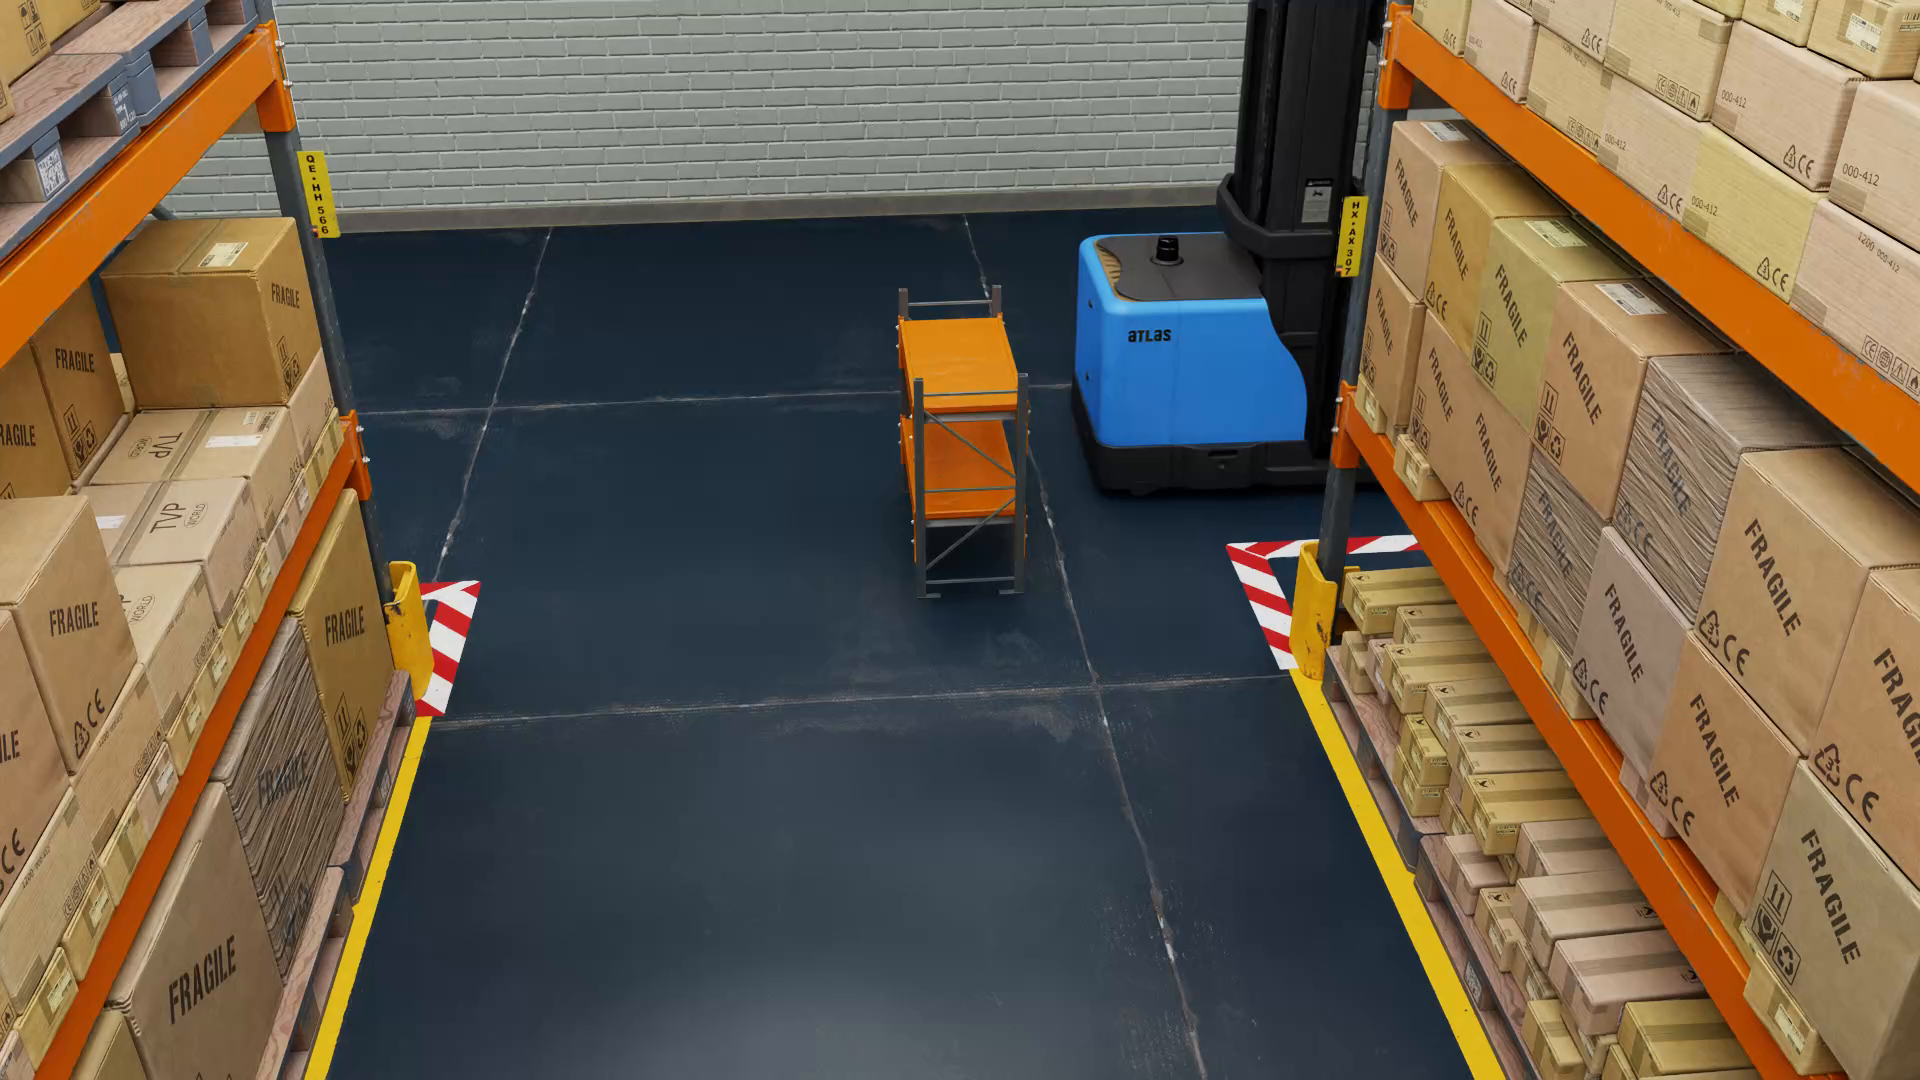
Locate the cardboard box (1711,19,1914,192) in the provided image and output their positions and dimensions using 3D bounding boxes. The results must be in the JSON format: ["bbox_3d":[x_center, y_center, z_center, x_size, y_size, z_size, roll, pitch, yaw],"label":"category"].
[{"bbox_3d":[2.048,-0.980,3.699,0.500,0.250,0.500,-2,31,-3],"label":"cardboard box"}]

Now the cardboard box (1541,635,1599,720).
[{"bbox_3d":[1.957,0.392,4.913,0.380,0.149,0.250,-2,31,-4],"label":"cardboard box"}]

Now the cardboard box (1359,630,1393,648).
[{"bbox_3d":[1.854,0.367,6.791,0.380,0.149,0.250,-2,31,-3],"label":"cardboard box"}]

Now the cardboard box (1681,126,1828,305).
[{"bbox_3d":[2.037,-0.762,3.822,0.500,0.250,0.500,-3,31,-5],"label":"cardboard box"}]

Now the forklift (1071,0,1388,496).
[{"bbox_3d":[2.168,-1.781,8.373,3.031,2.935,1.130,-2,31,-4],"label":"forklift"}]

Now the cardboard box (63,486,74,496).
[{"bbox_3d":[-3.012,0.074,5.057,0.500,0.250,0.500,-4,31,-6],"label":"cardboard box"}]

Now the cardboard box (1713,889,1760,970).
[{"bbox_3d":[2.077,0.921,4.027,0.380,0.149,0.250,-2,31,-3],"label":"cardboard box"}]

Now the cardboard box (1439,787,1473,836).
[{"bbox_3d":[1.961,1.015,5.995,0.380,0.149,0.250,-3,31,-4],"label":"cardboard box"}]

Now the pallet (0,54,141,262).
[{"bbox_3d":[-2.690,-0.890,3.976,1.003,0.211,1.213,-3,31,-5],"label":"pallet"}]

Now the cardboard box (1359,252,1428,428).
[{"bbox_3d":[1.828,-0.757,6.204,0.500,0.500,0.500,-1,31,-2],"label":"cardboard box"}]

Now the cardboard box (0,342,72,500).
[{"bbox_3d":[-3.010,-0.250,4.869,0.500,0.500,0.500,-4,31,-6],"label":"cardboard box"}]

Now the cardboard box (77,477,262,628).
[{"bbox_3d":[-2.483,0.048,5.101,0.500,0.250,0.500,-4,31,-6],"label":"cardboard box"}]

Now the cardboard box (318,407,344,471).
[{"bbox_3d":[-2.526,-0.369,6.187,0.380,0.149,0.250,-2,31,-4],"label":"cardboard box"}]

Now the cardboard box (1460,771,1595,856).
[{"bbox_3d":[1.914,0.914,5.584,0.380,0.149,0.250,-2,31,-4],"label":"cardboard box"}]

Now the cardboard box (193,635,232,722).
[{"bbox_3d":[-2.383,0.412,4.880,0.380,0.149,0.250,-2,31,-4],"label":"cardboard box"}]

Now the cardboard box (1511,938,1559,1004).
[{"bbox_3d":[2.005,1.409,5.337,0.380,0.149,0.250,-2,31,-4],"label":"cardboard box"}]

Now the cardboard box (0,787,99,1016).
[{"bbox_3d":[-2.338,0.830,3.792,0.500,0.250,0.500,-3,31,-5],"label":"cardboard box"}]

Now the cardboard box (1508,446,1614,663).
[{"bbox_3d":[1.990,0.026,4.894,0.500,0.500,0.500,-4,31,-6],"label":"cardboard box"}]

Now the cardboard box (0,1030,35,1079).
[{"bbox_3d":[-2.234,1.206,3.550,0.380,0.149,0.250,-4,31,-6],"label":"cardboard box"}]

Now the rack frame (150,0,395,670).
[{"bbox_3d":[-2.887,-0.643,6.401,1.000,3.000,0.127,-3,31,-5],"label":"rack frame"}]

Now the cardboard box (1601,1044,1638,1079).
[{"bbox_3d":[2.083,1.578,4.764,0.380,0.149,0.250,-2,31,-4],"label":"cardboard box"}]

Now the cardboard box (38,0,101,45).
[{"bbox_3d":[-2.852,-1.640,4.542,0.700,0.500,0.500,-4,31,-6],"label":"cardboard box"}]

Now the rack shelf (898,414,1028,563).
[{"bbox_3d":[-0.001,-0.276,8.093,0.538,0.278,1.000,-3,31,-5],"label":"rack shelf"}]

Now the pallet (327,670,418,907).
[{"bbox_3d":[-2.734,0.959,6.438,1.003,0.211,1.213,-3,31,-5],"label":"pallet"}]

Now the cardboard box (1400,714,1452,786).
[{"bbox_3d":[1.851,0.767,6.122,0.380,0.149,0.250,-2,31,-3],"label":"cardboard box"}]

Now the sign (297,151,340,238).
[{"bbox_3d":[-2.345,-1.260,6.075,0.100,0.325,0.005,-3,31,-5],"label":"sign"}]

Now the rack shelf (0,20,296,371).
[{"bbox_3d":[-2.700,-0.600,4.106,1.077,0.370,4.000,-3,31,-5],"label":"rack shelf"}]

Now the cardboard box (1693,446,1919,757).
[{"bbox_3d":[2.068,0.123,3.756,0.500,0.500,0.500,-4,31,-6],"label":"cardboard box"}]

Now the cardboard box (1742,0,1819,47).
[{"bbox_3d":[1.987,-1.201,3.681,0.380,0.149,0.250,-3,31,-5],"label":"cardboard box"}]

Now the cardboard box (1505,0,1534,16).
[{"bbox_3d":[1.893,-1.764,5.011,0.500,0.250,0.500,-3,31,-5],"label":"cardboard box"}]

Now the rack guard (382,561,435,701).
[{"bbox_3d":[-2.889,0.418,7.062,1.175,0.500,0.348,-3,31,-5],"label":"rack guard"}]

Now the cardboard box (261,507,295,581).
[{"bbox_3d":[-2.455,0.020,5.536,0.380,0.149,0.250,-2,31,-4],"label":"cardboard box"}]

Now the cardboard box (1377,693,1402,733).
[{"bbox_3d":[1.897,0.628,6.645,0.380,0.149,0.250,-3,31,-5],"label":"cardboard box"}]

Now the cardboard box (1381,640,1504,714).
[{"bbox_3d":[1.813,0.513,6.256,0.380,0.149,0.250,-3,31,-5],"label":"cardboard box"}]

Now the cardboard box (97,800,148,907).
[{"bbox_3d":[-2.310,0.807,4.218,0.380,0.149,0.250,-3,31,-5],"label":"cardboard box"}]

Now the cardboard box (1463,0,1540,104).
[{"bbox_3d":[1.893,-1.541,5.127,0.500,0.250,0.500,-2,31,-3],"label":"cardboard box"}]

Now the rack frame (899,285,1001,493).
[{"bbox_3d":[-0.048,-0.746,8.402,0.500,1.125,0.032,-3,31,-5],"label":"rack frame"}]

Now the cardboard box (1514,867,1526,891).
[{"bbox_3d":[2.052,1.172,5.442,0.380,0.149,0.250,-1,31,-2],"label":"cardboard box"}]

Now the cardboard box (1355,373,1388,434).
[{"bbox_3d":[1.765,-0.540,6.473,0.380,0.149,0.250,-3,31,-5],"label":"cardboard box"}]

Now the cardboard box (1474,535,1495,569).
[{"bbox_3d":[1.963,-0.006,5.580,0.380,0.149,0.250,-3,31,-5],"label":"cardboard box"}]

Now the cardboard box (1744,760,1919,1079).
[{"bbox_3d":[2.108,0.810,3.582,0.500,0.500,0.500,-3,31,-5],"label":"cardboard box"}]

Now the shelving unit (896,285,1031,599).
[{"bbox_3d":[-0.001,-0.486,7.967,0.538,1.125,1.048,-3,31,-5],"label":"shelving unit"}]

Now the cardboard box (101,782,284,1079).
[{"bbox_3d":[-2.579,1.331,4.759,0.875,0.875,0.875,-3,31,-5],"label":"cardboard box"}]

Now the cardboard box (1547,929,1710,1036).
[{"bbox_3d":[1.985,1.307,4.927,0.380,0.149,0.250,-4,31,-7],"label":"cardboard box"}]

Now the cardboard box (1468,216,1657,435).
[{"bbox_3d":[1.918,-0.663,5.071,0.500,0.500,0.500,-3,31,-6],"label":"cardboard box"}]

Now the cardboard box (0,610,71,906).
[{"bbox_3d":[-2.342,0.506,3.603,0.500,0.500,0.500,-3,31,-5],"label":"cardboard box"}]
